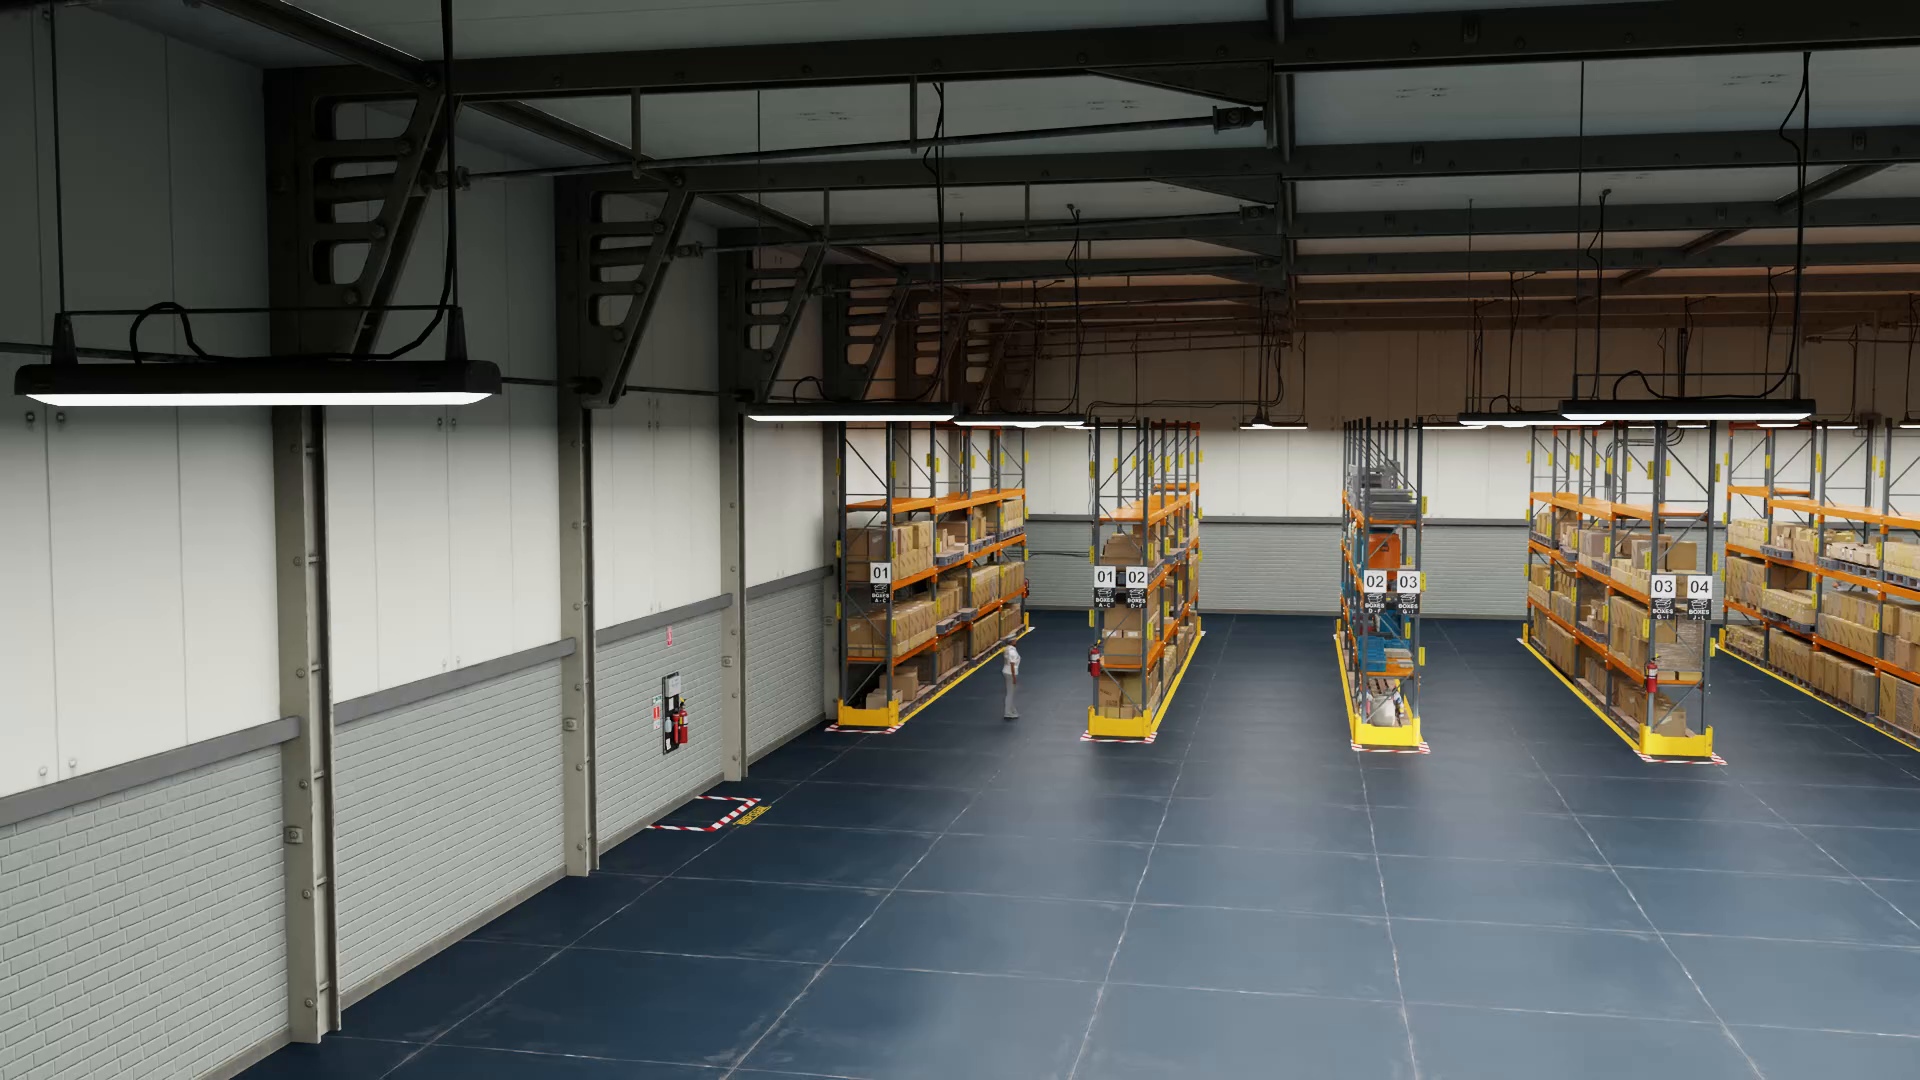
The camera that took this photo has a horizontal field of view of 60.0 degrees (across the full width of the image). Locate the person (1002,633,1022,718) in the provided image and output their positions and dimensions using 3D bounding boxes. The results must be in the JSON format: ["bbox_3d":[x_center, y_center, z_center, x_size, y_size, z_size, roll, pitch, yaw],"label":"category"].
[{"bbox_3d":[1.077,2.734,33.403,0.444,1.713,0.509,-1,4,-9],"label":"person"}]

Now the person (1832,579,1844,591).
[{"bbox_3d":[24.181,1.933,45.925,0.589,1.695,0.487,0,4,-7],"label":"person"}]
